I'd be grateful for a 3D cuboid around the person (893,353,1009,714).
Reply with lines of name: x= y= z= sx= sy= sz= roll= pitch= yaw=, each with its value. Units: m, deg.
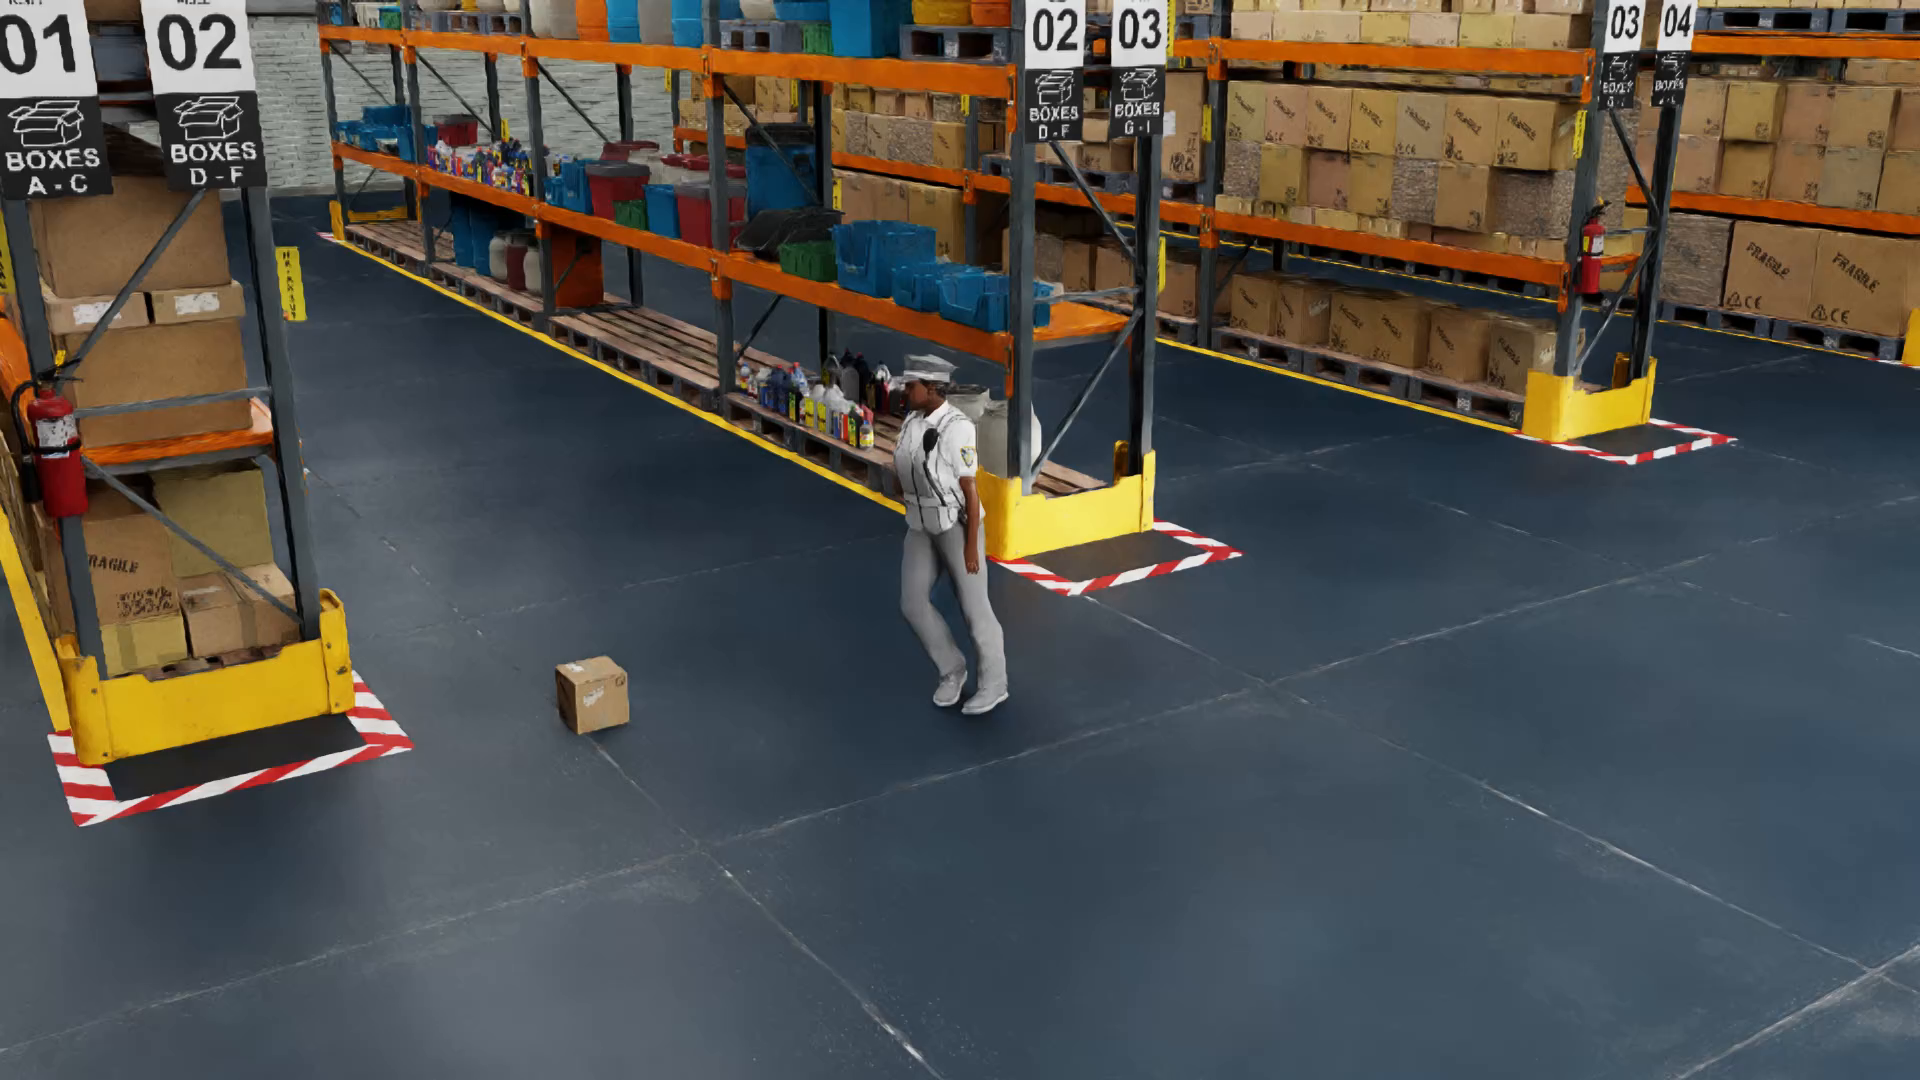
person: x=-0.057 y=-0.038 z=7.643 sx=0.383 sy=1.649 sz=0.551 roll=-17 pitch=25 yaw=-42
